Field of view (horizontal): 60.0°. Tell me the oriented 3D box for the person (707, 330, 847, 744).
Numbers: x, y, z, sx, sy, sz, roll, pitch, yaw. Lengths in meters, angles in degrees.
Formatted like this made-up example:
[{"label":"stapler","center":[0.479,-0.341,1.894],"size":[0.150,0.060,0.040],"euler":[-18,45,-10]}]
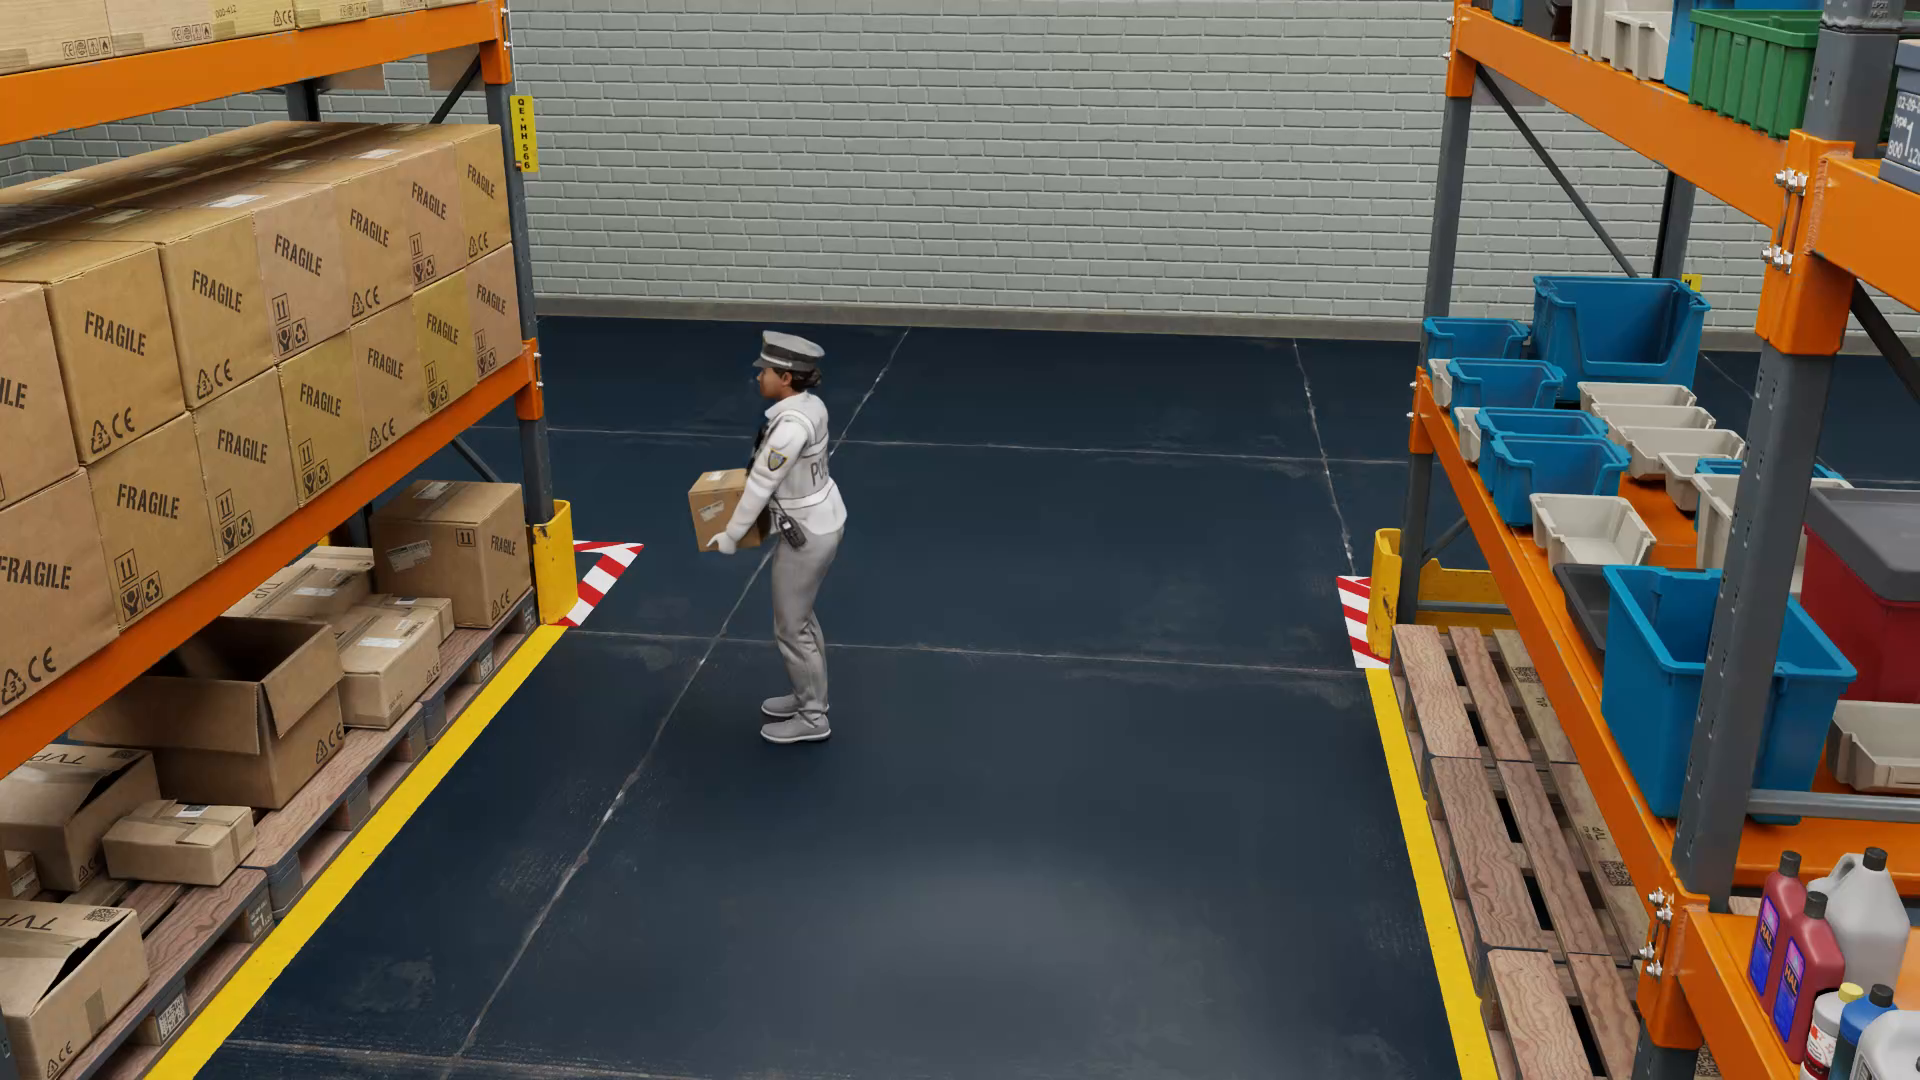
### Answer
[{"label":"person","center":[-0.717,-0.011,6.600],"size":[0.528,1.682,0.416],"euler":[2,21,5]}]
